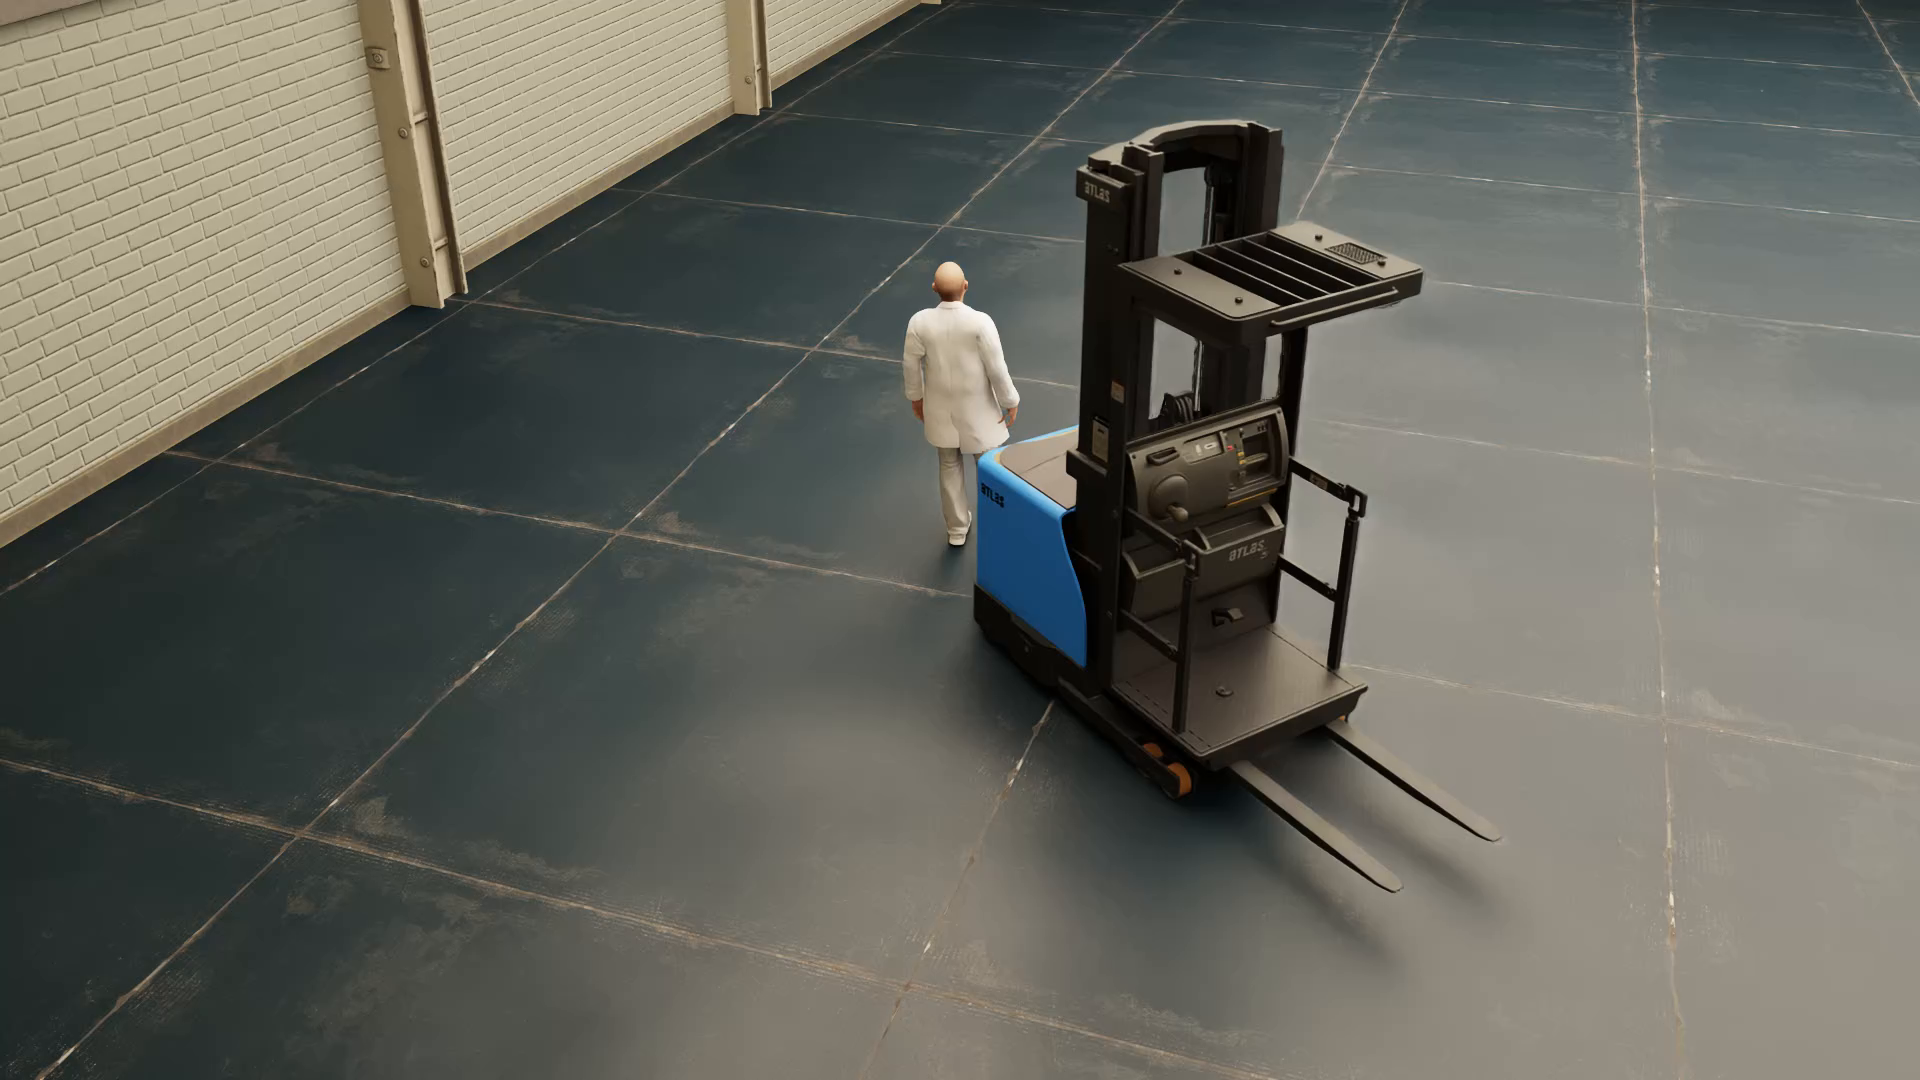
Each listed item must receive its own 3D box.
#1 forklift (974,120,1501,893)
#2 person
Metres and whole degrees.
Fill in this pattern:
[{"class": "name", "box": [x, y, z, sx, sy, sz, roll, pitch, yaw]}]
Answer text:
[{"class": "forklift", "box": [1.295, -0.309, 7.679, 1.130, 2.935, 3.031, -18, 34, -28]}, {"class": "person", "box": [0.033, -0.821, 9.725, 0.698, 1.777, 0.580, 10, 31, 16]}]
